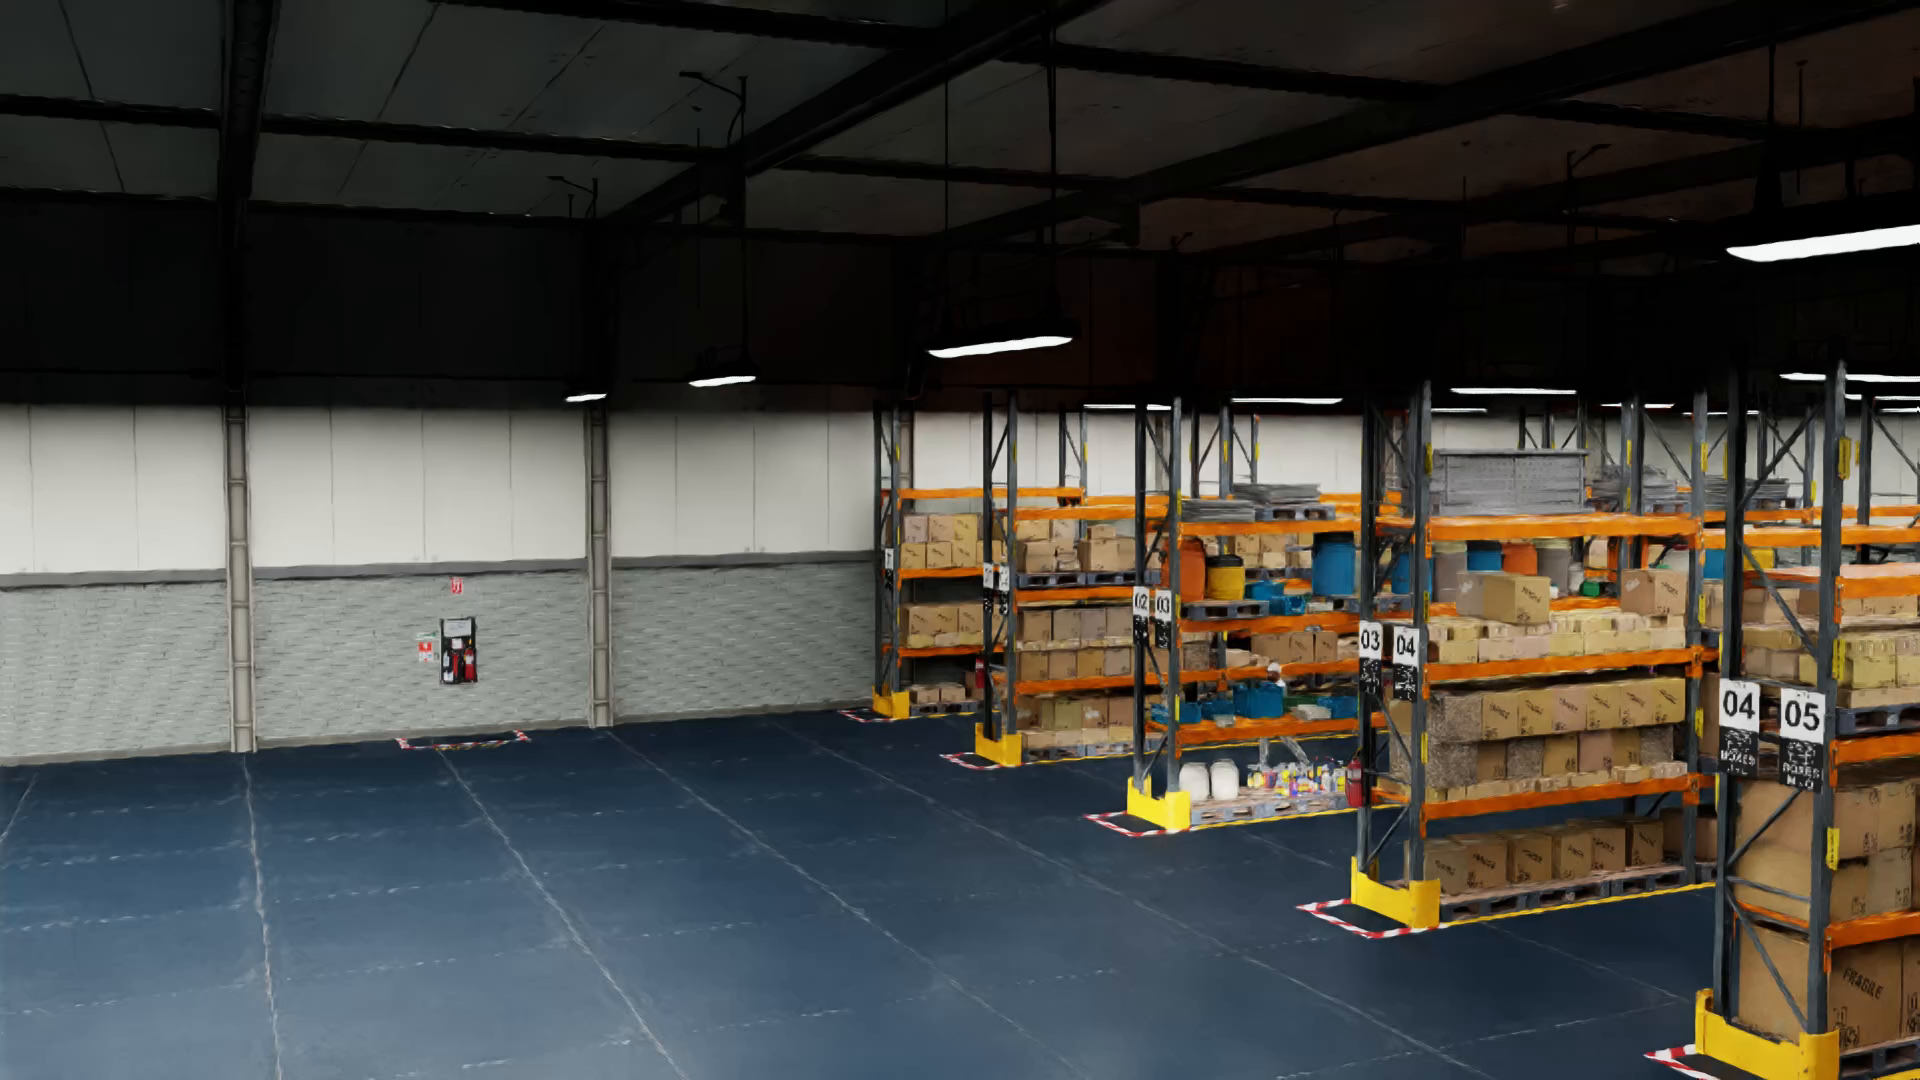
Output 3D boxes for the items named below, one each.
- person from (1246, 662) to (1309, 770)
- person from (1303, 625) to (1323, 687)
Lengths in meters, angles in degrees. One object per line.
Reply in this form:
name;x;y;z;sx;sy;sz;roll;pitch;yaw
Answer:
person;4.993;2.758;26.005;0.931;1.696;0.591;0;3;-8
person;7.274;2.309;33.959;0.466;1.726;0.594;3;5;44
